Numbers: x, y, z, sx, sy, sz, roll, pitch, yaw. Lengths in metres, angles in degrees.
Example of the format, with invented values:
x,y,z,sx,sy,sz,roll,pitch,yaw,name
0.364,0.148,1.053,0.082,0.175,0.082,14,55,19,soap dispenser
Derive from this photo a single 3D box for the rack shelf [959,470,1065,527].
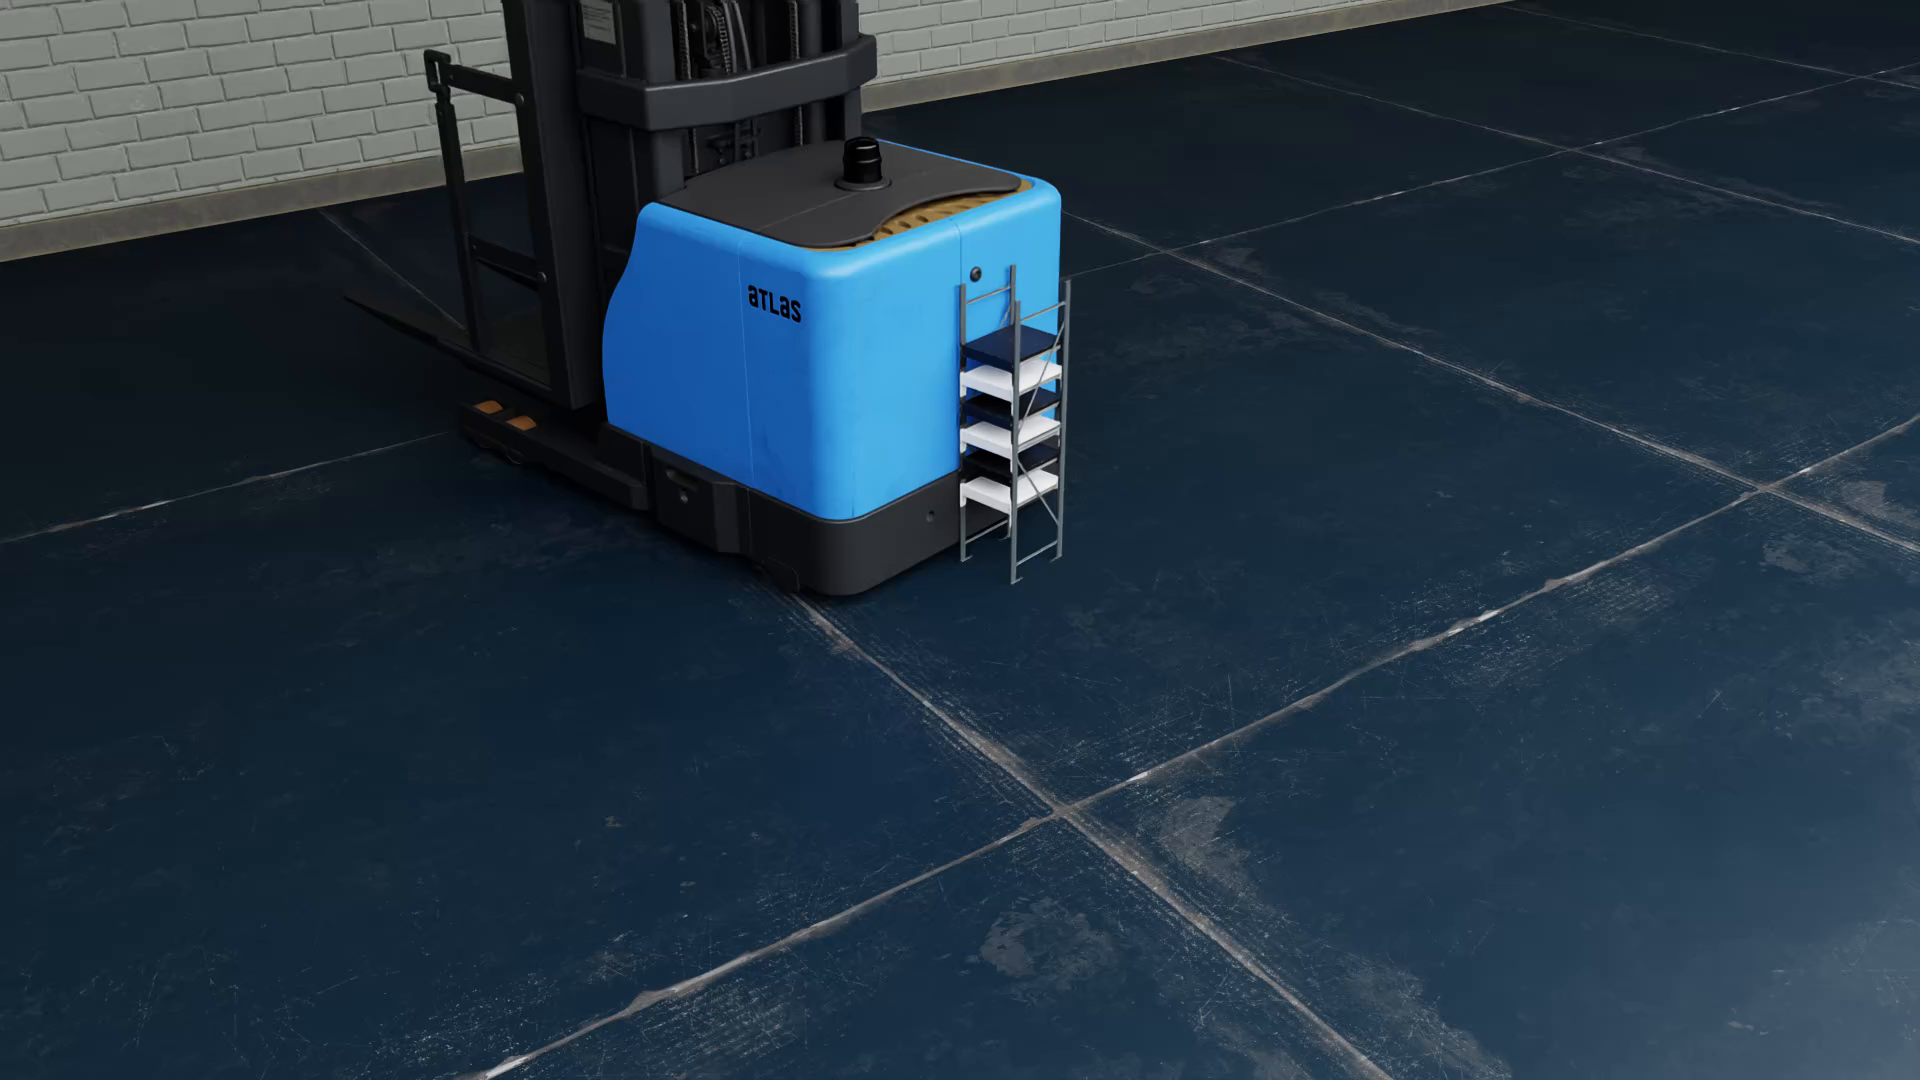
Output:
x,y,z,sx,sy,sz,roll,pitch,yaw,name
0.157,-0.147,5.025,0.200,0.077,0.258,23,36,36,rack shelf

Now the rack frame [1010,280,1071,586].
x,y,z,sx,sy,sz,roll,pitch,yaw,name
0.233,-0.302,4.863,0.006,0.900,0.240,23,36,36,rack frame

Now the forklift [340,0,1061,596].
x,y,z,sx,sy,sz,roll,pitch,yaw,name
-1.113,-1.712,5.331,3.031,2.935,1.130,23,36,36,forklift

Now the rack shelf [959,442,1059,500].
x,y,z,sx,sy,sz,roll,pitch,yaw,name
0.157,-0.226,4.982,0.200,0.077,0.258,23,36,36,rack shelf

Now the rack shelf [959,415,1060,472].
x,y,z,sx,sy,sz,roll,pitch,yaw,name
0.157,-0.305,4.939,0.200,0.077,0.258,23,36,36,rack shelf

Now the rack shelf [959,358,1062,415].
x,y,z,sx,sy,sz,roll,pitch,yaw,name
0.157,-0.463,4.853,0.200,0.077,0.258,23,36,36,rack shelf

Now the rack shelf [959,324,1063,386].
x,y,z,sx,sy,sz,roll,pitch,yaw,name
0.157,-0.542,4.810,0.200,0.077,0.258,23,36,36,rack shelf

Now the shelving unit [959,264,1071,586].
x,y,z,sx,sy,sz,roll,pitch,yaw,name
0.157,-0.334,4.923,0.210,0.900,0.258,23,36,36,shelving unit

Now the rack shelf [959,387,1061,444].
x,y,z,sx,sy,sz,roll,pitch,yaw,name
0.157,-0.384,4.896,0.200,0.077,0.258,23,36,36,rack shelf

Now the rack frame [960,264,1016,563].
x,y,z,sx,sy,sz,roll,pitch,yaw,name
0.082,-0.367,4.983,0.006,0.900,0.240,23,36,36,rack frame
